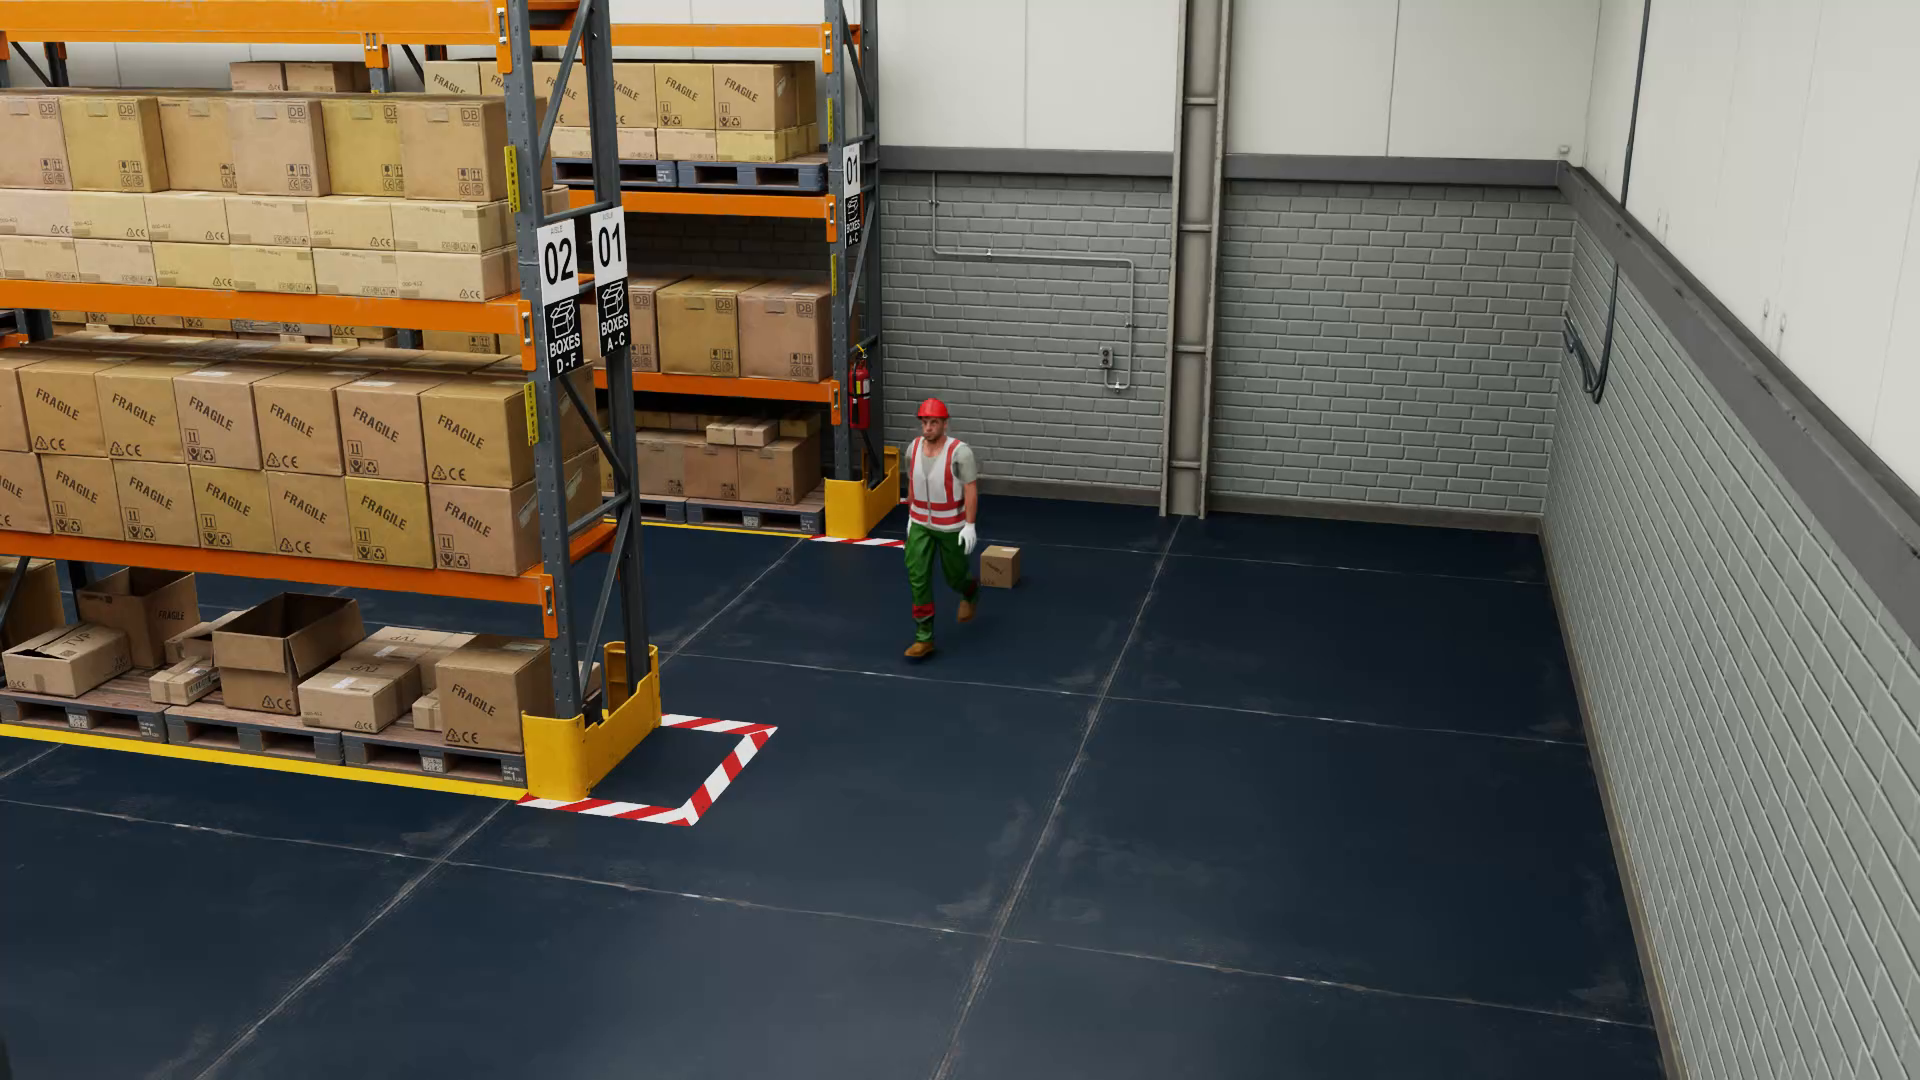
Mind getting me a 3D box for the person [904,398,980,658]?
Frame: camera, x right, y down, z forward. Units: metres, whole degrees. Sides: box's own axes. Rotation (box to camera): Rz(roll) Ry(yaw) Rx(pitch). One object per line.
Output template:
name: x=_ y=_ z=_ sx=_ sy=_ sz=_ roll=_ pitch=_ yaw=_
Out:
person: x=-0.110 y=-0.123 z=11.383 sx=0.566 sy=1.763 sz=0.926 roll=7 pitch=19 yaw=21
